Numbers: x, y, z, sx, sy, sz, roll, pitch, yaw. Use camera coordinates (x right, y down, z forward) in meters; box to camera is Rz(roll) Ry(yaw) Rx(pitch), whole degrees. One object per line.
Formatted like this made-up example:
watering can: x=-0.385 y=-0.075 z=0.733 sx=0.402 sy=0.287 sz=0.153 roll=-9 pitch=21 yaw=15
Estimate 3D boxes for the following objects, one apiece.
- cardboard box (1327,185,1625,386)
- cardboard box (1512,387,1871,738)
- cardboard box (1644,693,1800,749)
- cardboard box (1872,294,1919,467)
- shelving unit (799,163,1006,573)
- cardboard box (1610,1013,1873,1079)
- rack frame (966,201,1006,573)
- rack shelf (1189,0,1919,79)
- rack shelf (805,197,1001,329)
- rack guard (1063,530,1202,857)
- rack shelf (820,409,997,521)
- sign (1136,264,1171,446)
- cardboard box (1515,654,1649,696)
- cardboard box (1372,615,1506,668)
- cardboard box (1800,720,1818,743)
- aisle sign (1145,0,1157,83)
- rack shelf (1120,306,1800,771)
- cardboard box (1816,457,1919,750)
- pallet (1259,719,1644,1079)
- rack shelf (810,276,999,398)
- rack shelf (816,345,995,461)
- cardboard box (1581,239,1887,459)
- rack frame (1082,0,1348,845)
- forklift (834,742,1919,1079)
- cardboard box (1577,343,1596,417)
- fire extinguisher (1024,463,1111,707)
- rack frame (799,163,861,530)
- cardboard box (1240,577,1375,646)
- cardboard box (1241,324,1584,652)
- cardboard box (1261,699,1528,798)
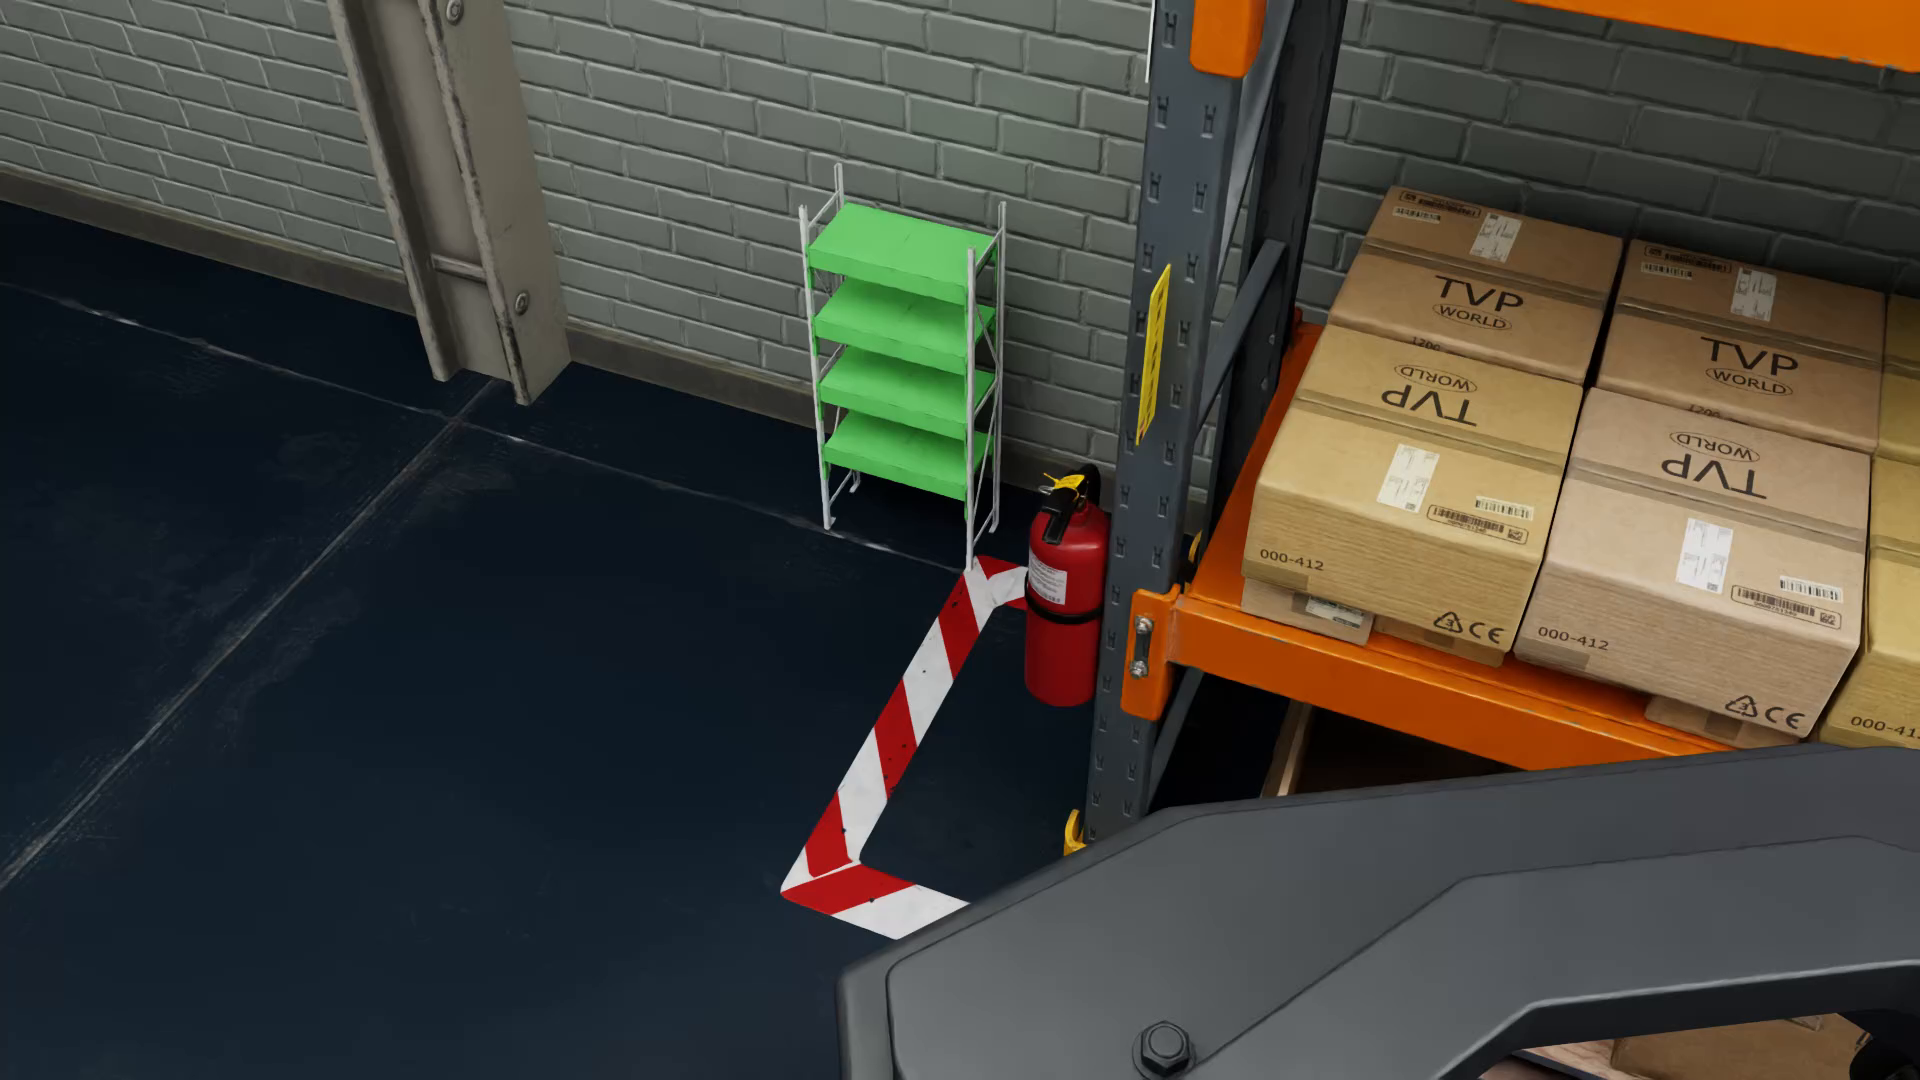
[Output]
cardboard box: x=1.064 y=-0.457 z=3.478 sx=0.500 sy=0.250 sz=0.500 roll=18 pitch=48 yaw=17
cardboard box: x=1.317 y=0.026 z=2.993 sx=0.500 sy=0.250 sz=0.500 roll=17 pitch=47 yaw=16
cardboard box: x=1.453 y=0.196 z=3.105 sx=0.250 sy=0.149 sz=0.380 roll=18 pitch=48 yaw=17
cardboard box: x=1.994 y=-0.179 z=3.199 sx=0.500 sy=0.250 sz=0.500 roll=18 pitch=48 yaw=17
shelving unit: x=-0.153 y=-0.470 z=4.872 sx=0.503 sy=1.200 sz=0.258 roll=16 pitch=47 yaw=16
cardboard box: x=1.839 y=0.865 z=3.728 sx=0.500 sy=0.500 sz=0.700 roll=18 pitch=48 yaw=17
rack frame: x=0.072 y=-0.404 z=4.805 sx=0.015 sy=1.200 sz=0.240 roll=16 pitch=47 yaw=16
rack shelf: x=2.383 y=-0.622 z=2.132 sx=4.000 sy=0.370 sz=1.077 roll=16 pitch=47 yaw=16
rack shelf: x=-0.153 y=-0.765 z=4.579 sx=0.480 sy=0.148 sz=0.258 roll=16 pitch=47 yaw=16
rack guard: x=0.607 y=0.549 z=4.343 sx=0.348 sy=0.500 sz=1.175 roll=16 pitch=47 yaw=16
rack shelf: x=-0.153 y=-0.255 z=5.086 sx=0.480 sy=0.148 sz=0.258 roll=16 pitch=47 yaw=16
sign: x=0.328 y=-0.311 z=2.822 sx=0.005 sy=0.325 sz=0.100 roll=16 pitch=47 yaw=16
cardboard box: x=1.243 y=0.087 z=3.214 sx=0.250 sy=0.149 sz=0.380 roll=16 pitch=47 yaw=15
cardboard box: x=0.987 y=0.039 z=3.263 sx=0.250 sy=0.149 sz=0.380 roll=17 pitch=47 yaw=17
cardboard box: x=1.700 y=0.264 z=3.036 sx=0.250 sy=0.149 sz=0.380 roll=17 pitch=47 yaw=16
aisle sign: x=0.361 y=-1.106 z=2.392 sx=0.004 sy=0.787 sz=0.394 roll=16 pitch=47 yaw=16
rack shelf: x=2.383 y=0.441 z=3.190 sx=4.000 sy=0.370 sz=1.077 roll=16 pitch=47 yaw=16
cardboard box: x=1.786 y=0.161 z=2.857 sx=0.500 sy=0.250 sz=0.500 roll=16 pitch=47 yaw=15
pallet: x=1.343 y=0.868 z=4.228 sx=1.213 sy=0.211 sz=1.003 roll=16 pitch=47 yaw=16
rack shelf: x=-0.153 y=-0.595 z=4.748 sx=0.480 sy=0.148 sz=0.258 roll=16 pitch=47 yaw=16
rack shelf: x=-0.153 y=-0.425 z=4.917 sx=0.480 sy=0.148 sz=0.258 roll=16 pitch=47 yaw=16
cardboard box: x=1.539 y=-0.317 z=3.337 sx=0.500 sy=0.250 sz=0.500 roll=17 pitch=47 yaw=16
rack frame: x=0.537 y=-0.357 z=3.482 sx=0.127 sy=3.000 sz=1.000 roll=16 pitch=47 yaw=16
forklift: x=0.467 y=1.674 z=1.489 sx=1.130 sy=2.935 sz=3.031 roll=-5 pitch=45 yaw=-5
cardboard box: x=1.434 y=-0.228 z=3.530 sx=0.250 sy=0.149 sz=0.380 roll=15 pitch=47 yaw=15
fire extinguisher: x=0.223 y=0.063 z=3.379 sx=0.183 sy=0.674 sz=0.296 roll=16 pitch=47 yaw=16
rack frame: x=-0.378 y=-0.537 z=4.939 sx=0.015 sy=1.200 sz=0.240 roll=16 pitch=47 yaw=16
cardboard box: x=0.735 y=0.000 z=3.302 sx=0.250 sy=0.149 sz=0.380 roll=16 pitch=47 yaw=16
cardboard box: x=0.852 y=-0.111 z=3.130 sx=0.500 sy=0.250 sz=0.500 roll=17 pitch=47 yaw=16
cardboard box: x=1.065 y=0.607 z=3.986 sx=0.637 sy=0.503 sz=0.797 roll=15 pitch=47 yaw=14
